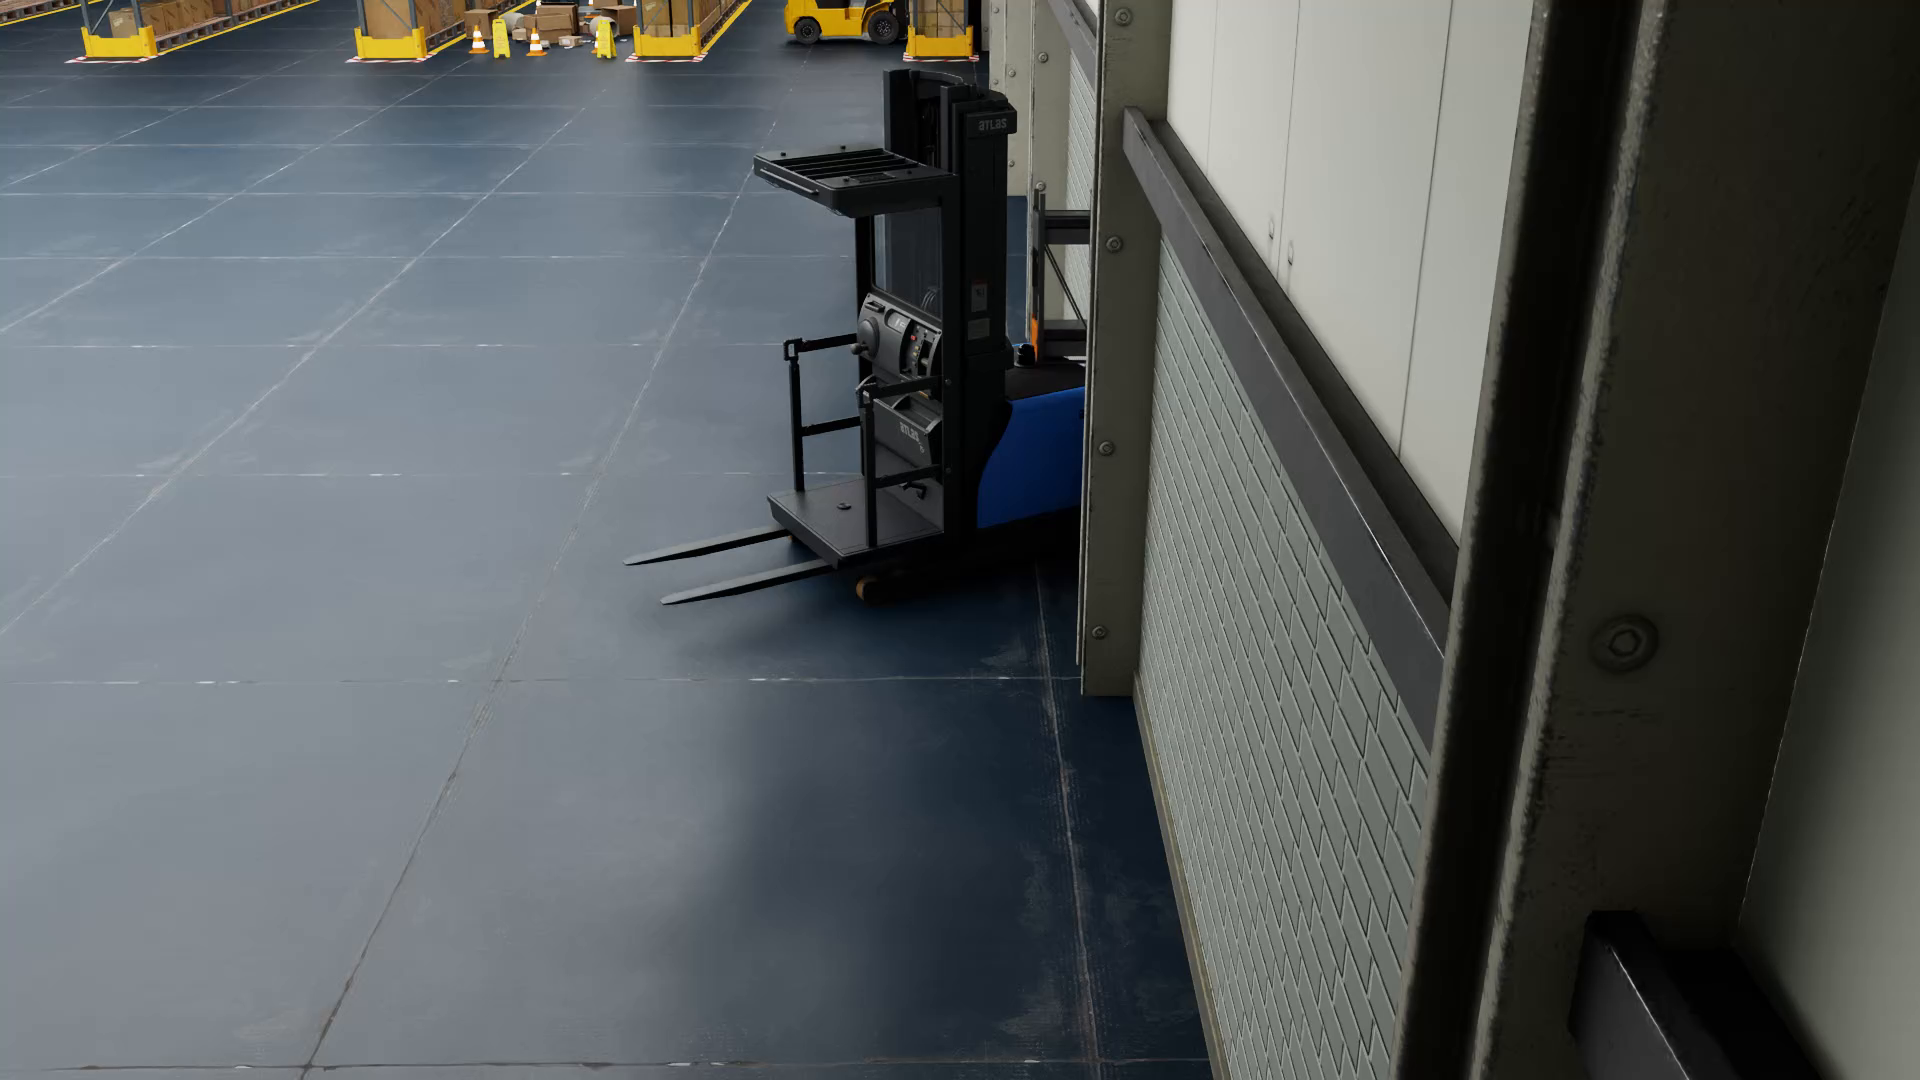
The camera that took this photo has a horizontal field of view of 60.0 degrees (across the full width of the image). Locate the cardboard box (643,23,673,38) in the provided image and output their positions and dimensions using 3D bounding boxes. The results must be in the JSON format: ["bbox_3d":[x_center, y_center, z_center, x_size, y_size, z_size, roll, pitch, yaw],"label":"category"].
[{"bbox_3d":[-5.592,-9.470,30.877,0.500,0.250,0.500,0,24,-1],"label":"cardboard box"}]

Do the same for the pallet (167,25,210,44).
[{"bbox_3d":[-15.208,-9.743,32.036,1.003,0.211,1.213,0,24,-1],"label":"pallet"}]

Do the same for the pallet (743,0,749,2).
[{"bbox_3d":[-5.335,-12.541,38.223,1.003,0.211,1.213,0,24,-1],"label":"pallet"}]

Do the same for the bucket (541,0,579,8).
[{"bbox_3d":[-7.999,-10.930,33.404,0.726,0.611,0.620,8,16,18],"label":"bucket"}]

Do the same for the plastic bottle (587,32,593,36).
[{"bbox_3d":[-7.219,-9.959,32.696,0.133,0.061,0.283,4,25,9],"label":"plastic bottle"}]

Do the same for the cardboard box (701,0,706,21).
[{"bbox_3d":[-5.057,-10.029,31.202,0.500,0.500,0.500,-1,24,-3],"label":"cardboard box"}]

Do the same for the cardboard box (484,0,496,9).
[{"bbox_3d":[-10.410,-11.594,34.965,1.050,0.750,0.750,0,24,-1],"label":"cardboard box"}]

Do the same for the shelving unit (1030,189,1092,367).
[{"bbox_3d":[0.684,-1.186,10.757,0.431,2.100,0.503,-1,15,-2],"label":"shelving unit"}]

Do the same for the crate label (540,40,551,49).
[{"bbox_3d":[-7.786,-9.236,31.005,0.250,0.136,0.298,-14,28,-28],"label":"crate label"}]

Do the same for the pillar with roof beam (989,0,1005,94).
[{"bbox_3d":[-3.696,-10.747,23.591,9.100,9.000,0.400,0,24,-1],"label":"pillar with roof beam"}]

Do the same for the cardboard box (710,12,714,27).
[{"bbox_3d":[-5.066,-10.106,32.281,0.500,0.250,0.500,0,24,0],"label":"cardboard box"}]

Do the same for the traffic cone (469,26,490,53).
[{"bbox_3d":[-8.849,-9.196,30.520,0.336,0.463,0.334,0,24,-1],"label":"traffic cone"}]

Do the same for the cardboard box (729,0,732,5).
[{"bbox_3d":[-5.386,-11.631,35.507,0.950,0.372,0.625,1,24,1],"label":"cardboard box"}]

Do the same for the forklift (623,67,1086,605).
[{"bbox_3d":[-0.543,-1.204,9.855,3.031,2.935,1.130,-14,28,-28],"label":"forklift"}]

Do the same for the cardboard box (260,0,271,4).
[{"bbox_3d":[-15.252,-11.766,35.624,0.700,0.500,0.500,2,24,4],"label":"cardboard box"}]

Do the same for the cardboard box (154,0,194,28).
[{"bbox_3d":[-15.204,-10.190,32.164,0.500,0.500,0.500,-2,24,-5],"label":"cardboard box"}]

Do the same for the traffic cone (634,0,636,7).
[{"bbox_3d":[-6.771,-11.187,34.924,0.336,0.463,0.334,0,24,-1],"label":"traffic cone"}]

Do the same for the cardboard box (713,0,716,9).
[{"bbox_3d":[-5.076,-10.666,32.611,0.500,0.500,0.500,0,24,0],"label":"cardboard box"}]

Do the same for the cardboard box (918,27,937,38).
[{"bbox_3d":[-0.672,-9.345,30.599,0.500,0.250,0.500,0,24,0],"label":"cardboard box"}]

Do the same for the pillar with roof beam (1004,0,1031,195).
[{"bbox_3d":[-3.631,-8.274,18.125,9.100,9.000,0.400,0,24,-1],"label":"pillar with roof beam"}]

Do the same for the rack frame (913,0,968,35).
[{"bbox_3d":[-0.351,-10.214,29.694,1.000,3.000,0.127,0,24,-1],"label":"rack frame"}]

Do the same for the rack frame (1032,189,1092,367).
[{"bbox_3d":[0.675,-1.250,10.992,0.400,2.100,0.015,-1,15,-2],"label":"rack frame"}]

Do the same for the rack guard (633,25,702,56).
[{"bbox_3d":[-5.315,-9.083,30.225,1.175,0.500,0.348,0,24,-1],"label":"rack guard"}]

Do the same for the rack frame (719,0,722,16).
[{"bbox_3d":[-5.358,-11.838,33.285,1.000,3.000,0.127,0,24,-1],"label":"rack frame"}]

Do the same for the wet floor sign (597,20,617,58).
[{"bbox_3d":[-6.382,-9.034,29.942,0.267,0.644,0.232,8,26,18],"label":"wet floor sign"}]

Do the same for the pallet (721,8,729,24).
[{"bbox_3d":[-5.368,-10.889,34.569,1.003,0.211,1.213,0,24,-1],"label":"pallet"}]

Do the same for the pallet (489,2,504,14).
[{"bbox_3d":[-10.406,-11.326,35.535,1.003,0.211,1.213,0,24,-1],"label":"pallet"}]

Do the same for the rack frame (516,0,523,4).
[{"bbox_3d":[-10.350,-13.423,36.788,1.000,3.000,0.127,0,24,-1],"label":"rack frame"}]

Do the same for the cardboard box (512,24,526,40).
[{"bbox_3d":[-8.446,-9.829,32.160,0.396,0.266,0.258,4,25,9],"label":"cardboard box"}]

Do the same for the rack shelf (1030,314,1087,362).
[{"bbox_3d":[0.684,-1.173,10.760,0.431,0.518,0.480,-1,15,-2],"label":"rack shelf"}]

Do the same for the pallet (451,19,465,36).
[{"bbox_3d":[-10.376,-10.190,33.025,1.003,0.211,1.213,0,24,-1],"label":"pallet"}]

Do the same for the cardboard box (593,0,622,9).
[{"bbox_3d":[-7.137,-11.024,33.599,0.500,0.500,0.500,0,24,-1],"label":"cardboard box"}]

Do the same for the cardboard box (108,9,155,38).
[{"bbox_3d":[-15.214,-9.455,30.540,0.500,0.500,0.500,4,25,9],"label":"cardboard box"}]

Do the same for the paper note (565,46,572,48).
[{"bbox_3d":[-7.315,-9.218,31.094,0.148,0.019,0.142,-9,26,-19],"label":"paper note"}]

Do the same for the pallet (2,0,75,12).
[{"bbox_3d":[-20.294,-11.830,36.650,1.003,0.211,1.213,0,24,-1],"label":"pallet"}]

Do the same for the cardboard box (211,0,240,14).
[{"bbox_3d":[-15.252,-11.109,34.171,0.700,0.500,0.500,-2,24,-5],"label":"cardboard box"}]

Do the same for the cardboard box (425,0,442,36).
[{"bbox_3d":[-10.348,-9.991,31.270,0.875,0.875,0.875,-1,24,-1],"label":"cardboard box"}]

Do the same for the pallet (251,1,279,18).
[{"bbox_3d":[-15.293,-11.348,35.585,1.003,0.211,1.213,0,24,-1],"label":"pallet"}]

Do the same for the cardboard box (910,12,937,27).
[{"bbox_3d":[-0.669,-9.579,30.511,0.500,0.250,0.500,-1,24,-1],"label":"cardboard box"}]

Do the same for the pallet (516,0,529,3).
[{"bbox_3d":[-10.357,-12.474,38.075,1.003,0.211,1.213,0,24,-1],"label":"pallet"}]

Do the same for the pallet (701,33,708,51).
[{"bbox_3d":[-5.288,-9.286,31.025,1.003,0.211,1.213,0,24,-1],"label":"pallet"}]

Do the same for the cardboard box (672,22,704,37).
[{"bbox_3d":[-5.046,-9.462,30.859,0.500,0.250,0.500,0,24,-1],"label":"cardboard box"}]

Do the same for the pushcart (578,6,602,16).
[{"bbox_3d":[-7.637,-10.613,33.757,1.648,0.377,0.936,-9,26,-19],"label":"pushcart"}]

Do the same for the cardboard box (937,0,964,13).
[{"bbox_3d":[-0.167,-9.807,30.407,0.500,0.250,0.500,-1,24,-1],"label":"cardboard box"}]
